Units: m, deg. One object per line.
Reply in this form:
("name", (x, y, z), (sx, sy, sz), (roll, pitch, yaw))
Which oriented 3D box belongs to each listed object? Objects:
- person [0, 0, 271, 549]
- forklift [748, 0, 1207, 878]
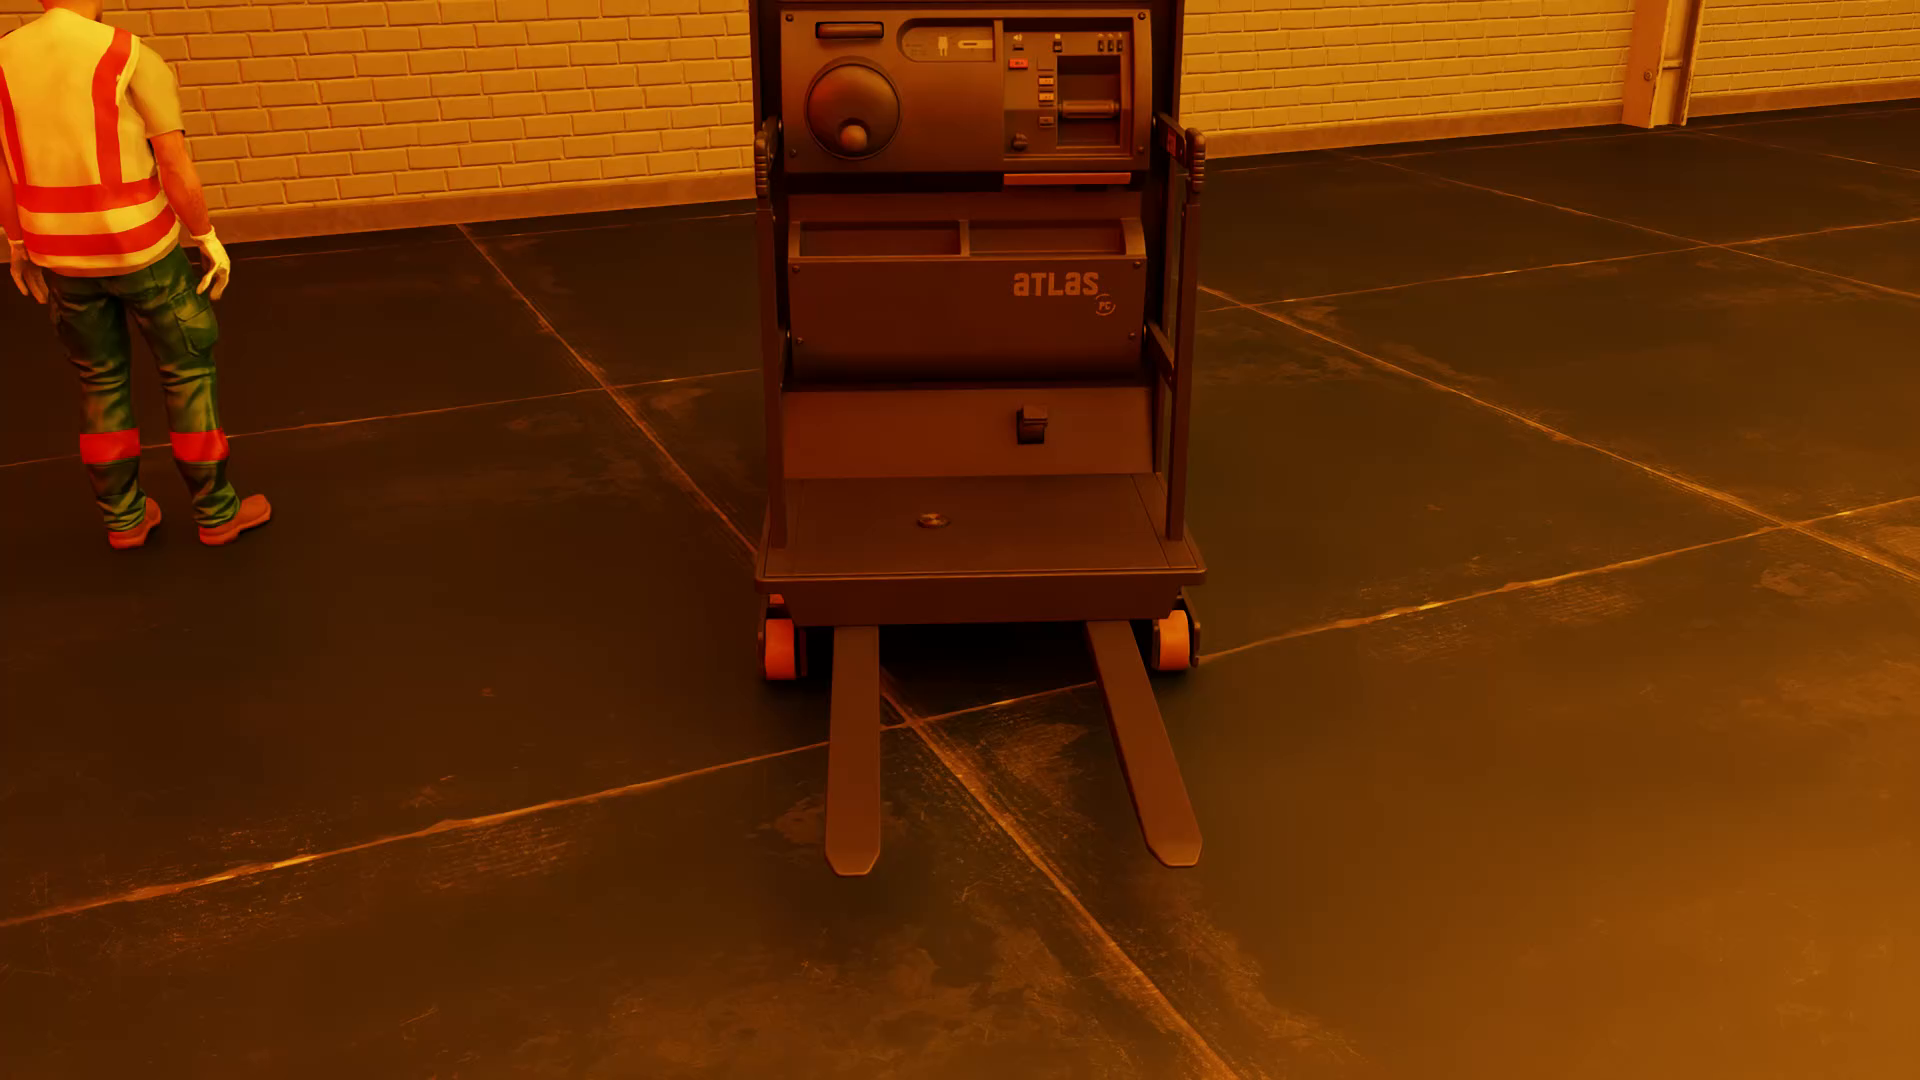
("person", (-2.439, -0.839, 4.814), (0.618, 1.777, 0.451), (-1, 23, -2))
("forklift", (0.030, -1.120, 3.982), (1.130, 2.935, 3.031), (-1, 23, -3))
